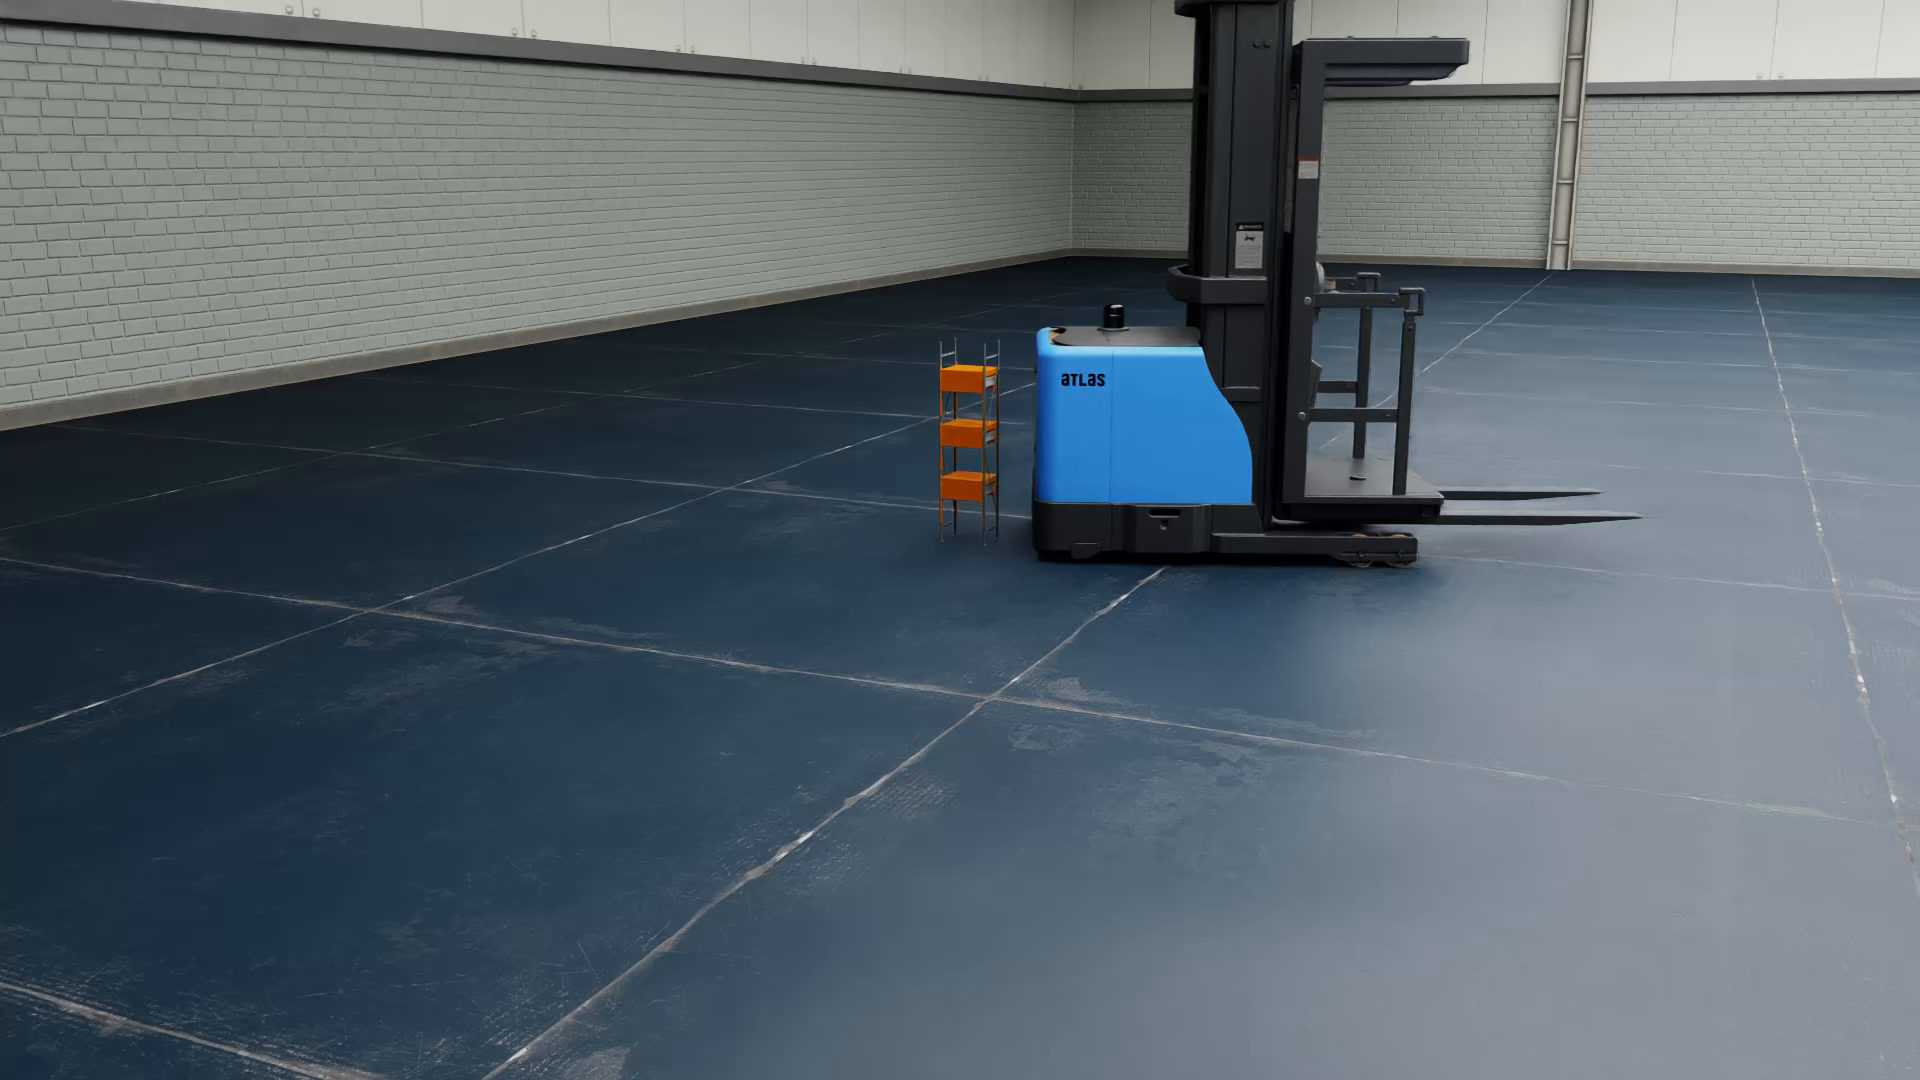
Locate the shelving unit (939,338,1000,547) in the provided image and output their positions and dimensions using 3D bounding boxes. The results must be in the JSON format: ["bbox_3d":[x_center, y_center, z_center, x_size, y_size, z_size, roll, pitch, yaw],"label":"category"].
[{"bbox_3d":[0.049,-0.506,8.614,0.252,1.050,0.215,6,14,23],"label":"shelving unit"}]

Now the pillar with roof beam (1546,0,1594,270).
[{"bbox_3d":[8.569,-8.148,23.782,0.400,9.000,9.100,6,14,23],"label":"pillar with roof beam"}]

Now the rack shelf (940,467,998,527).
[{"bbox_3d":[0.049,-0.225,8.680,0.240,0.259,0.215,6,14,23],"label":"rack shelf"}]

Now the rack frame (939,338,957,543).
[{"bbox_3d":[-0.063,-0.517,8.662,0.008,1.050,0.200,6,14,23],"label":"rack frame"}]

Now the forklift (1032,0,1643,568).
[{"bbox_3d":[1.896,-1.413,8.359,3.031,2.935,1.130,0,13,2],"label":"forklift"}]

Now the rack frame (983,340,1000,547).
[{"bbox_3d":[0.160,-0.495,8.566,0.008,1.050,0.200,6,14,23],"label":"rack frame"}]

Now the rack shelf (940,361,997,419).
[{"bbox_3d":[0.049,-0.772,8.551,0.240,0.259,0.215,6,14,23],"label":"rack shelf"}]

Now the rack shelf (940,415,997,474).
[{"bbox_3d":[0.049,-0.496,8.616,0.240,0.259,0.215,6,14,23],"label":"rack shelf"}]
